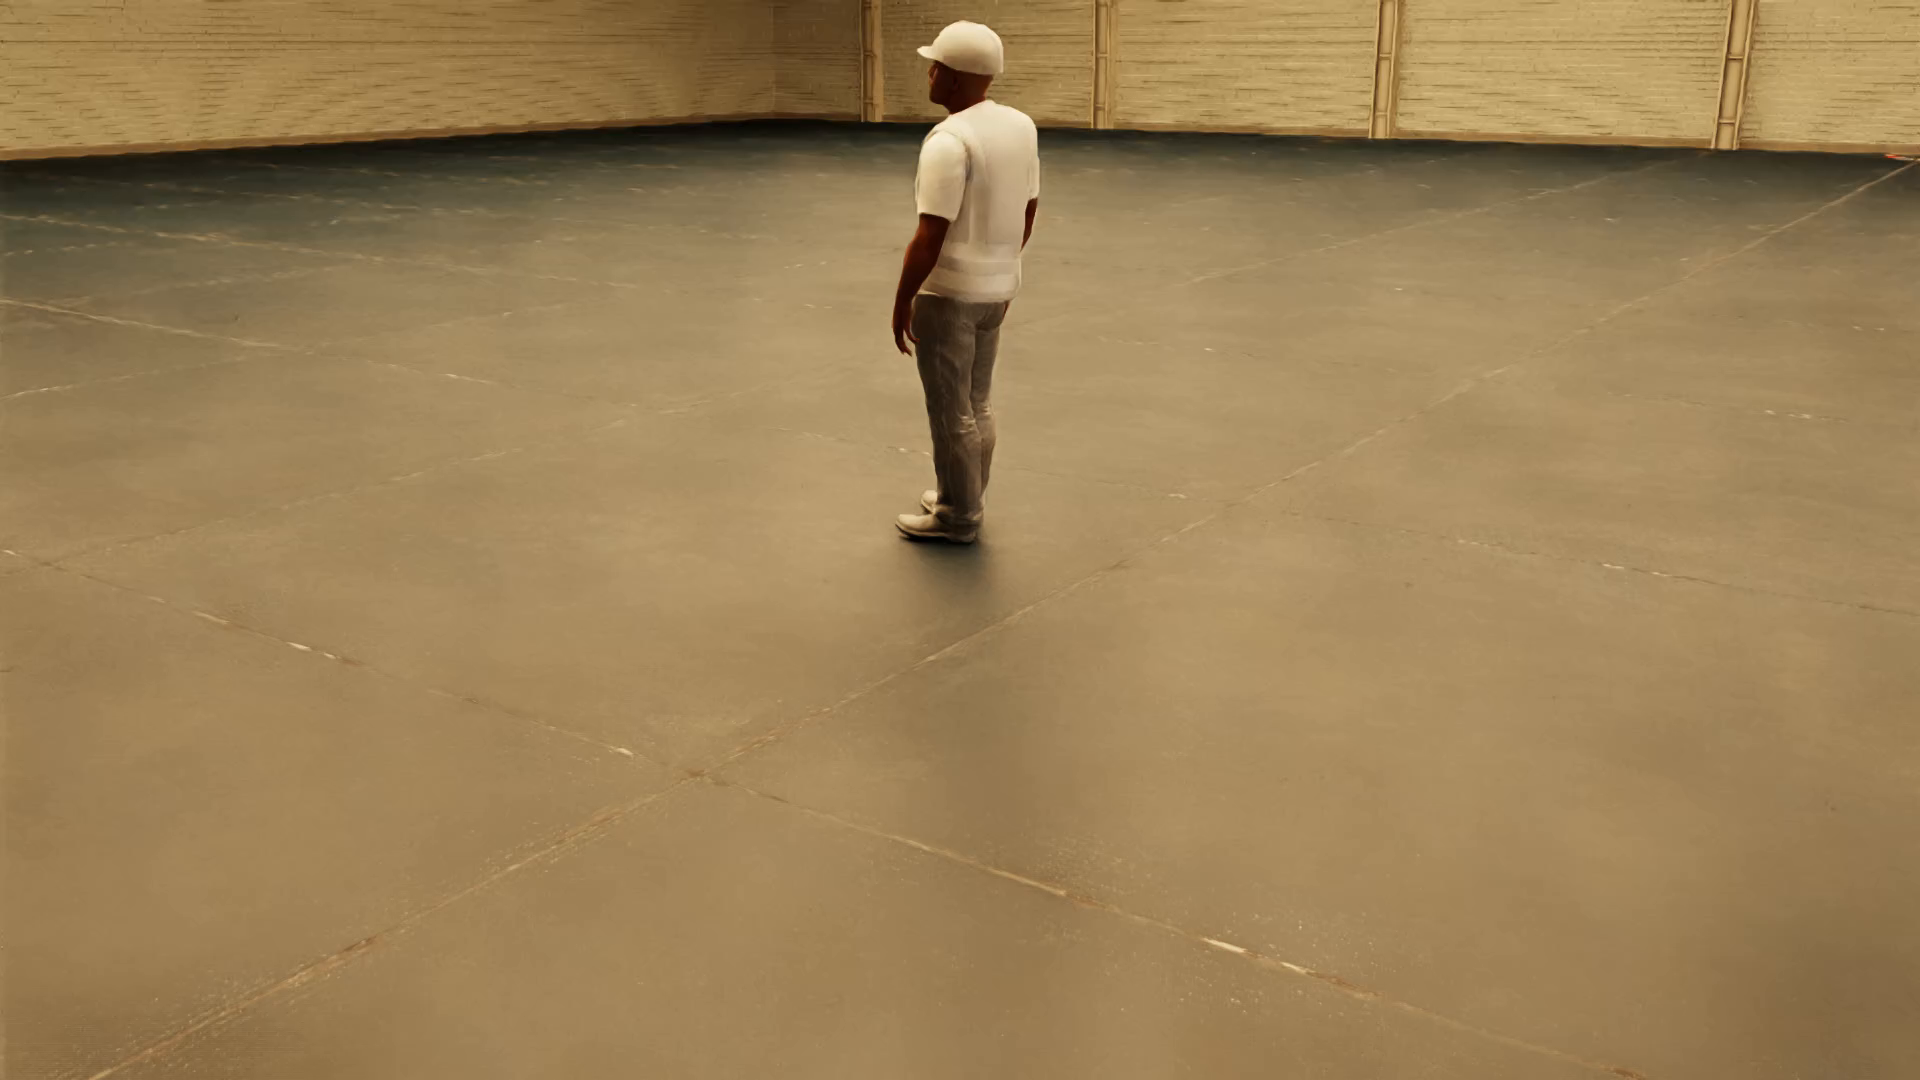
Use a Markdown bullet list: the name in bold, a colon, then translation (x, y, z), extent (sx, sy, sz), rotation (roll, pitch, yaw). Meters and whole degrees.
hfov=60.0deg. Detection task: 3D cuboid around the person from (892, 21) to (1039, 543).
- **person**: translation (-0.054, -0.866, 5.735), extent (0.576, 1.766, 0.665), rotation (11, 20, 33)
